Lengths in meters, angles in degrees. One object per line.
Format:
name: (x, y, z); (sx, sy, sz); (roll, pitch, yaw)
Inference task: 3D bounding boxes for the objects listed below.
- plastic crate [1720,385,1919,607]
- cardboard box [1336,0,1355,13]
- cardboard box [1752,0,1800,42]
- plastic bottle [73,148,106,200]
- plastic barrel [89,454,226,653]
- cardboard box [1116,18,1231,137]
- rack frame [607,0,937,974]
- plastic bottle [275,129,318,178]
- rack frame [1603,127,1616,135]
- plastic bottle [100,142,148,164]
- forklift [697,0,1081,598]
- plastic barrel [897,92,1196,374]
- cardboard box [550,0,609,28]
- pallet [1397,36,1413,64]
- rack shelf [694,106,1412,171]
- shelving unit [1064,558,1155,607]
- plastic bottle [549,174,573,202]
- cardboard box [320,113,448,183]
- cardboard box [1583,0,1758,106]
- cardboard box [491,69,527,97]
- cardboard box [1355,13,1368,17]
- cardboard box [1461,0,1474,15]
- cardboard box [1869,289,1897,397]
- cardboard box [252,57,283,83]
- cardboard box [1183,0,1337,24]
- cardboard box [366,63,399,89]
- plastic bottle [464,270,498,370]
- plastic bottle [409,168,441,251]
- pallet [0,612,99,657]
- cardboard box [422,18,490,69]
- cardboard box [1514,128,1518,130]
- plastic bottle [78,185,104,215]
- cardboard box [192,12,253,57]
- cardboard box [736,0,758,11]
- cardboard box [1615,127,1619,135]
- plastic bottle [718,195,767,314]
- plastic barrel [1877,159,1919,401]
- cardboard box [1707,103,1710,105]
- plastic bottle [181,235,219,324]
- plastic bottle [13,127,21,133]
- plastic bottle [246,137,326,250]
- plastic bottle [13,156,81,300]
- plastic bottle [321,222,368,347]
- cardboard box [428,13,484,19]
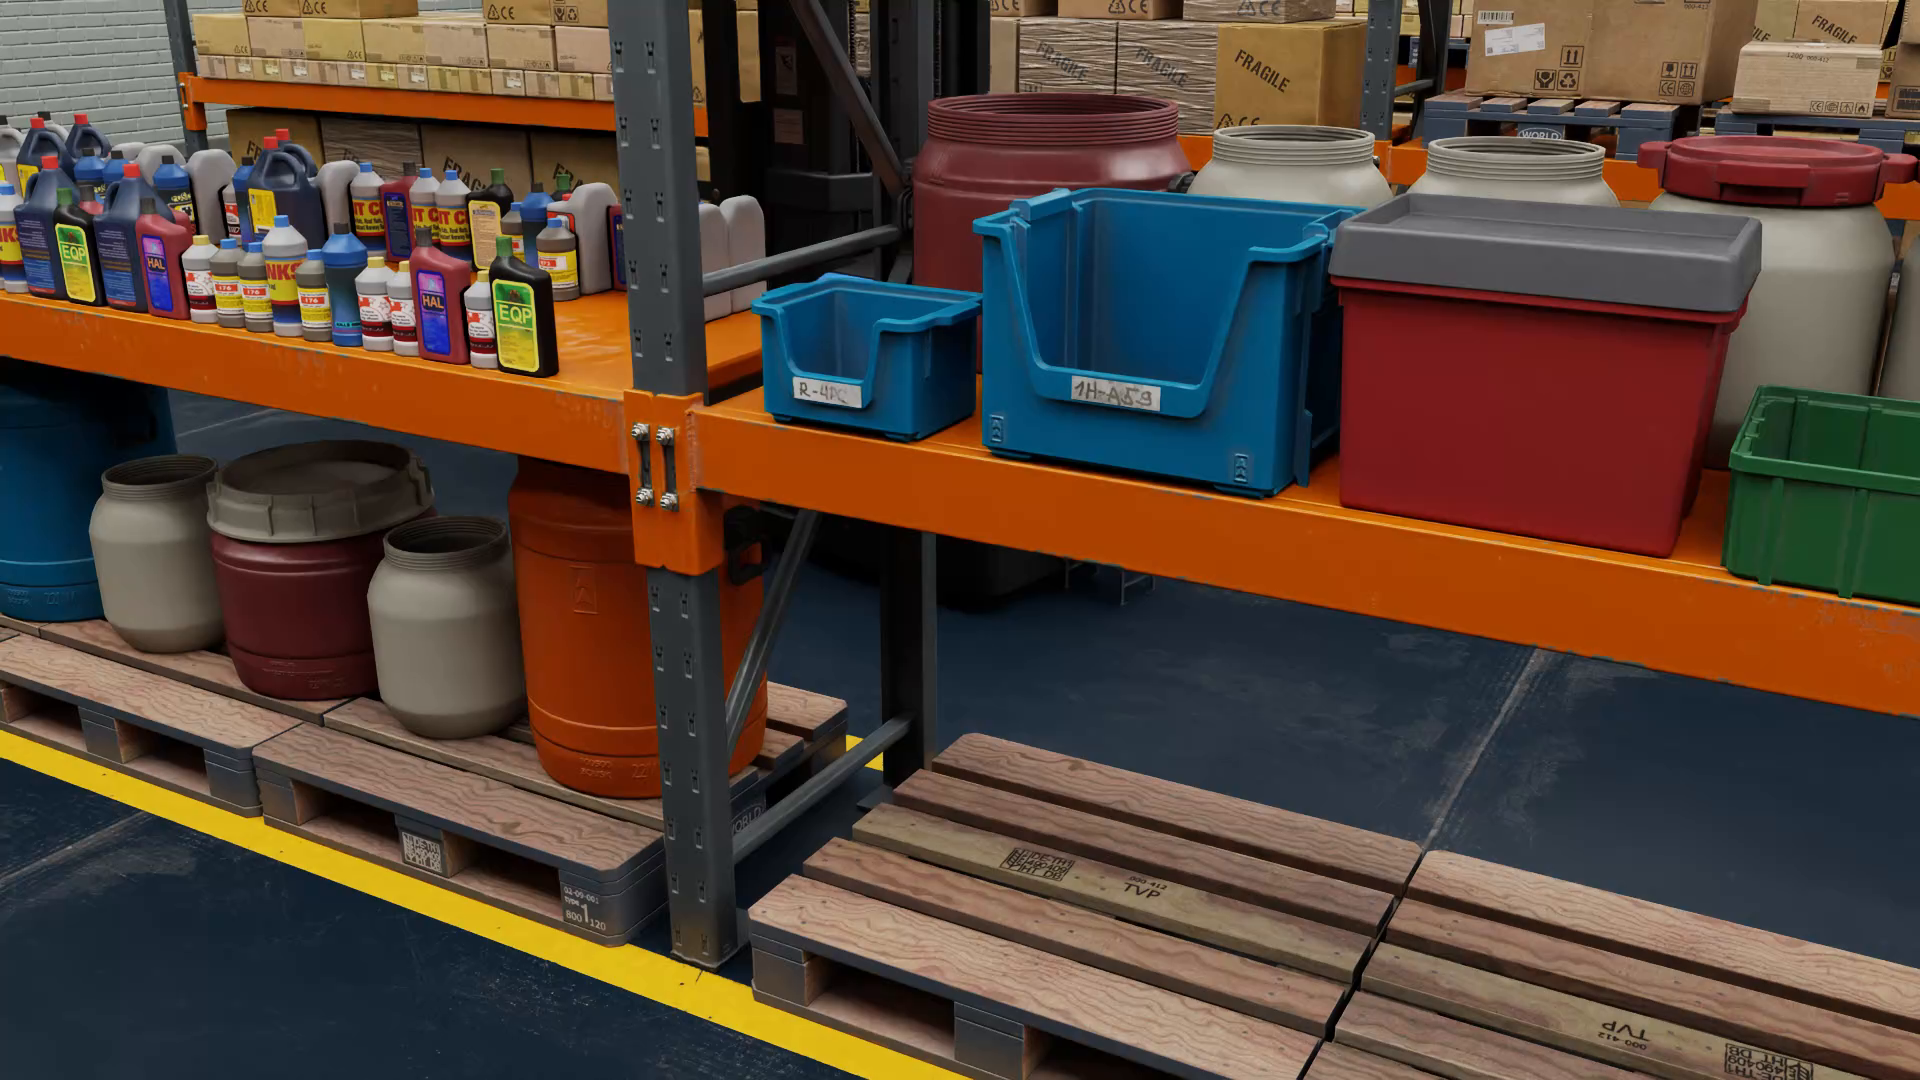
plastic crate: (1.479, -0.044, 2.399); (0.662, 0.188, 0.450); (11, 23, 27)
cardboard box: (2.787, -3.918, 12.082); (0.250, 0.149, 0.380); (11, 23, 29)
cardboard box: (5.273, -3.346, 11.044); (0.500, 0.500, 0.500); (11, 22, 27)
plastic bottle: (-2.631, -1.054, 5.061); (0.097, 0.271, 0.097); (0, 20, 0)
plastic barrel: (-2.313, 0.037, 4.897); (0.421, 0.512, 0.421); (0, 20, 0)
cardboard box: (1.076, -2.218, 7.934); (0.500, 0.500, 0.500); (11, 22, 27)
rack frame: (-0.355, -0.604, 3.630); (0.127, 3.000, 1.000); (11, 23, 27)
plastic bottle: (-1.924, -1.007, 4.815); (0.185, 0.351, 0.144); (11, 23, 27)
rack frame: (4.567, -3.538, 11.719); (0.127, 3.000, 1.000); (11, 23, 27)
plastic bottle: (-2.586, -1.097, 5.171); (0.135, 0.276, 0.152); (11, 23, 27)
forklift: (-0.685, -1.581, 6.426); (3.031, 2.935, 1.130); (17, 26, 39)
plastic barrel: (0.198, -0.681, 3.643); (0.708, 0.536, 0.600); (11, 23, 27)
cardboard box: (-1.963, -3.162, 9.367); (0.500, 0.500, 0.500); (12, 23, 29)
pallet: (2.819, -3.765, 12.626); (1.213, 0.211, 1.003); (11, 23, 27)
rack shelf: (0.314, -2.073, 8.735); (4.000, 0.370, 1.077); (11, 23, 27)
shelving unit: (0.527, -0.316, 5.697); (0.252, 1.050, 0.215); (17, 26, 39)
plastic bottle: (-1.074, -0.830, 4.425); (0.133, 0.283, 0.061); (11, 23, 27)
cardboard box: (-3.532, -2.373, 11.009); (0.875, 0.875, 0.875); (11, 23, 27)
cardboard box: (3.087, -2.182, 7.218); (0.500, 0.500, 0.700); (15, 25, 35)
cardboard box: (-2.531, -2.707, 9.796); (0.250, 0.149, 0.380); (11, 23, 28)
cardboard box: (3.020, -3.734, 12.012); (0.250, 0.149, 0.380); (10, 22, 25)
cardboard box: (3.680, -3.748, 11.614); (0.250, 0.149, 0.380); (12, 23, 29)
cardboard box: (4.131, -0.731, 7.002); (0.500, 0.500, 0.700); (9, 22, 23)
cardboard box: (-4.326, -3.048, 10.739); (0.250, 0.149, 0.380); (10, 22, 26)
cardboard box: (1.430, -2.723, 7.856); (0.637, 0.503, 0.797); (12, 23, 29)
cardboard box: (-3.431, -2.878, 10.268); (0.250, 0.149, 0.380); (10, 22, 26)
plastic bottle: (-1.008, -0.475, 3.567); (0.097, 0.201, 0.097); (0, 20, 0)
plastic bottle: (-1.470, -0.892, 4.615); (0.097, 0.271, 0.097); (0, 20, 0)
pallet: (-3.194, 0.183, 5.552); (1.213, 0.211, 1.003); (11, 23, 27)
cardboard box: (-2.844, -2.978, 9.960); (0.500, 0.250, 0.500); (11, 23, 28)
cardboard box: (3.843, -2.948, 12.045); (0.500, 0.250, 0.500); (10, 22, 26)
plastic bottle: (-2.162, -0.750, 4.205); (0.133, 0.283, 0.061); (11, 23, 27)
cardboard box: (-4.636, -3.318, 10.896); (0.500, 0.250, 0.500); (10, 22, 26)
cardboard box: (-0.870, -3.158, 9.055); (0.637, 0.503, 0.797); (10, 22, 26)
cardboard box: (6.331, -4.367, 16.504); (0.875, 0.875, 0.875); (11, 22, 27)
plastic bottle: (-0.575, -0.713, 4.115); (0.135, 0.276, 0.152); (11, 23, 27)
plastic barrel: (1.768, -0.349, 2.728); (0.433, 0.535, 0.433); (0, 20, 0)
cardboard box: (9.080, -5.682, 20.682); (0.500, 0.500, 0.500); (12, 23, 29)
plastic bottle: (-1.805, -0.627, 3.986); (0.097, 0.201, 0.097); (0, 20, 0)
plastic bottle: (-3.121, -1.220, 5.500); (0.133, 0.283, 0.061); (11, 23, 27)
plastic bottle: (-1.880, -0.939, 4.628); (0.185, 0.351, 0.144); (11, 23, 27)
plastic bottle: (-2.311, -0.803, 4.251); (0.185, 0.351, 0.144); (11, 23, 27)
plastic bottle: (-1.380, -0.579, 3.751); (0.097, 0.271, 0.097); (0, 20, 0)
cardboard box: (-3.028, -3.222, 10.632); (0.500, 0.250, 0.500); (11, 23, 27)
